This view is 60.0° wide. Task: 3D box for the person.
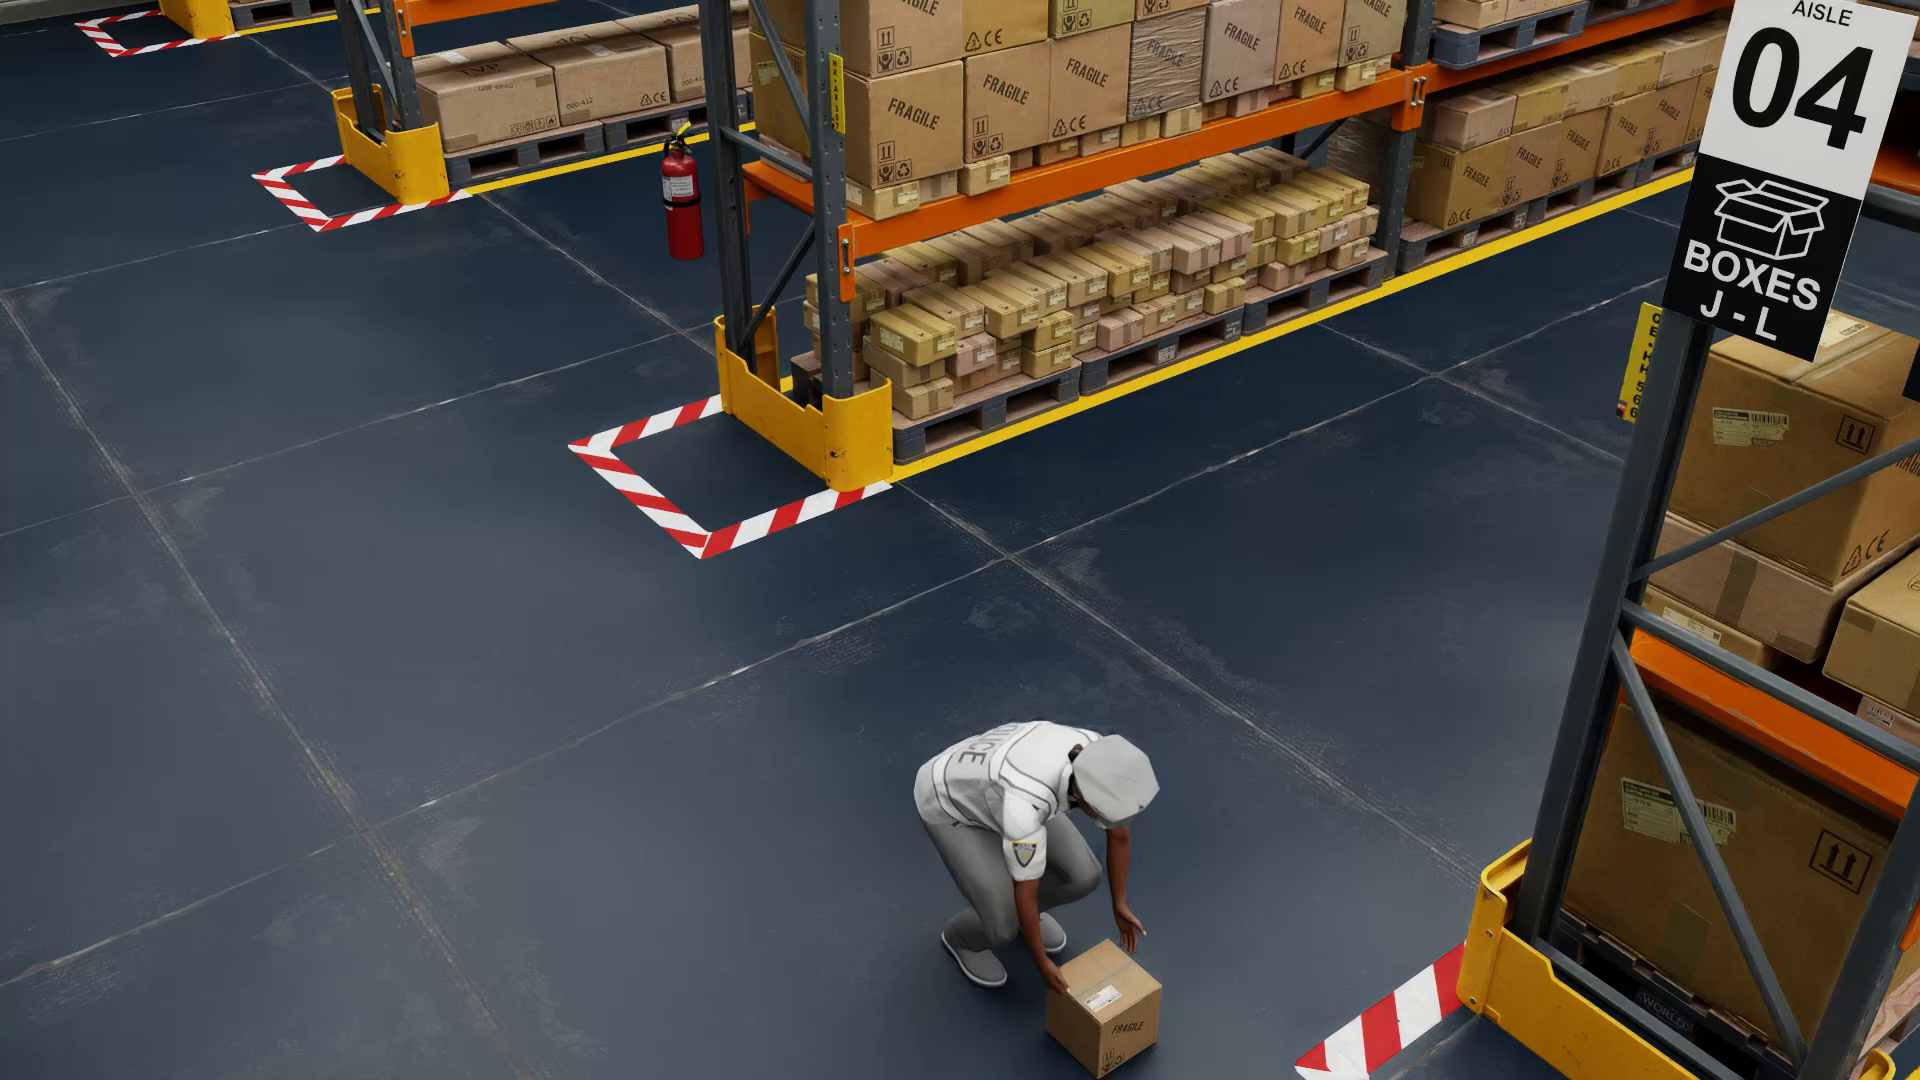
[{"bbox_3d":[0.235,0.948,5.214,0.490,1.057,0.841,-23,39,-31],"label":"person"}]
